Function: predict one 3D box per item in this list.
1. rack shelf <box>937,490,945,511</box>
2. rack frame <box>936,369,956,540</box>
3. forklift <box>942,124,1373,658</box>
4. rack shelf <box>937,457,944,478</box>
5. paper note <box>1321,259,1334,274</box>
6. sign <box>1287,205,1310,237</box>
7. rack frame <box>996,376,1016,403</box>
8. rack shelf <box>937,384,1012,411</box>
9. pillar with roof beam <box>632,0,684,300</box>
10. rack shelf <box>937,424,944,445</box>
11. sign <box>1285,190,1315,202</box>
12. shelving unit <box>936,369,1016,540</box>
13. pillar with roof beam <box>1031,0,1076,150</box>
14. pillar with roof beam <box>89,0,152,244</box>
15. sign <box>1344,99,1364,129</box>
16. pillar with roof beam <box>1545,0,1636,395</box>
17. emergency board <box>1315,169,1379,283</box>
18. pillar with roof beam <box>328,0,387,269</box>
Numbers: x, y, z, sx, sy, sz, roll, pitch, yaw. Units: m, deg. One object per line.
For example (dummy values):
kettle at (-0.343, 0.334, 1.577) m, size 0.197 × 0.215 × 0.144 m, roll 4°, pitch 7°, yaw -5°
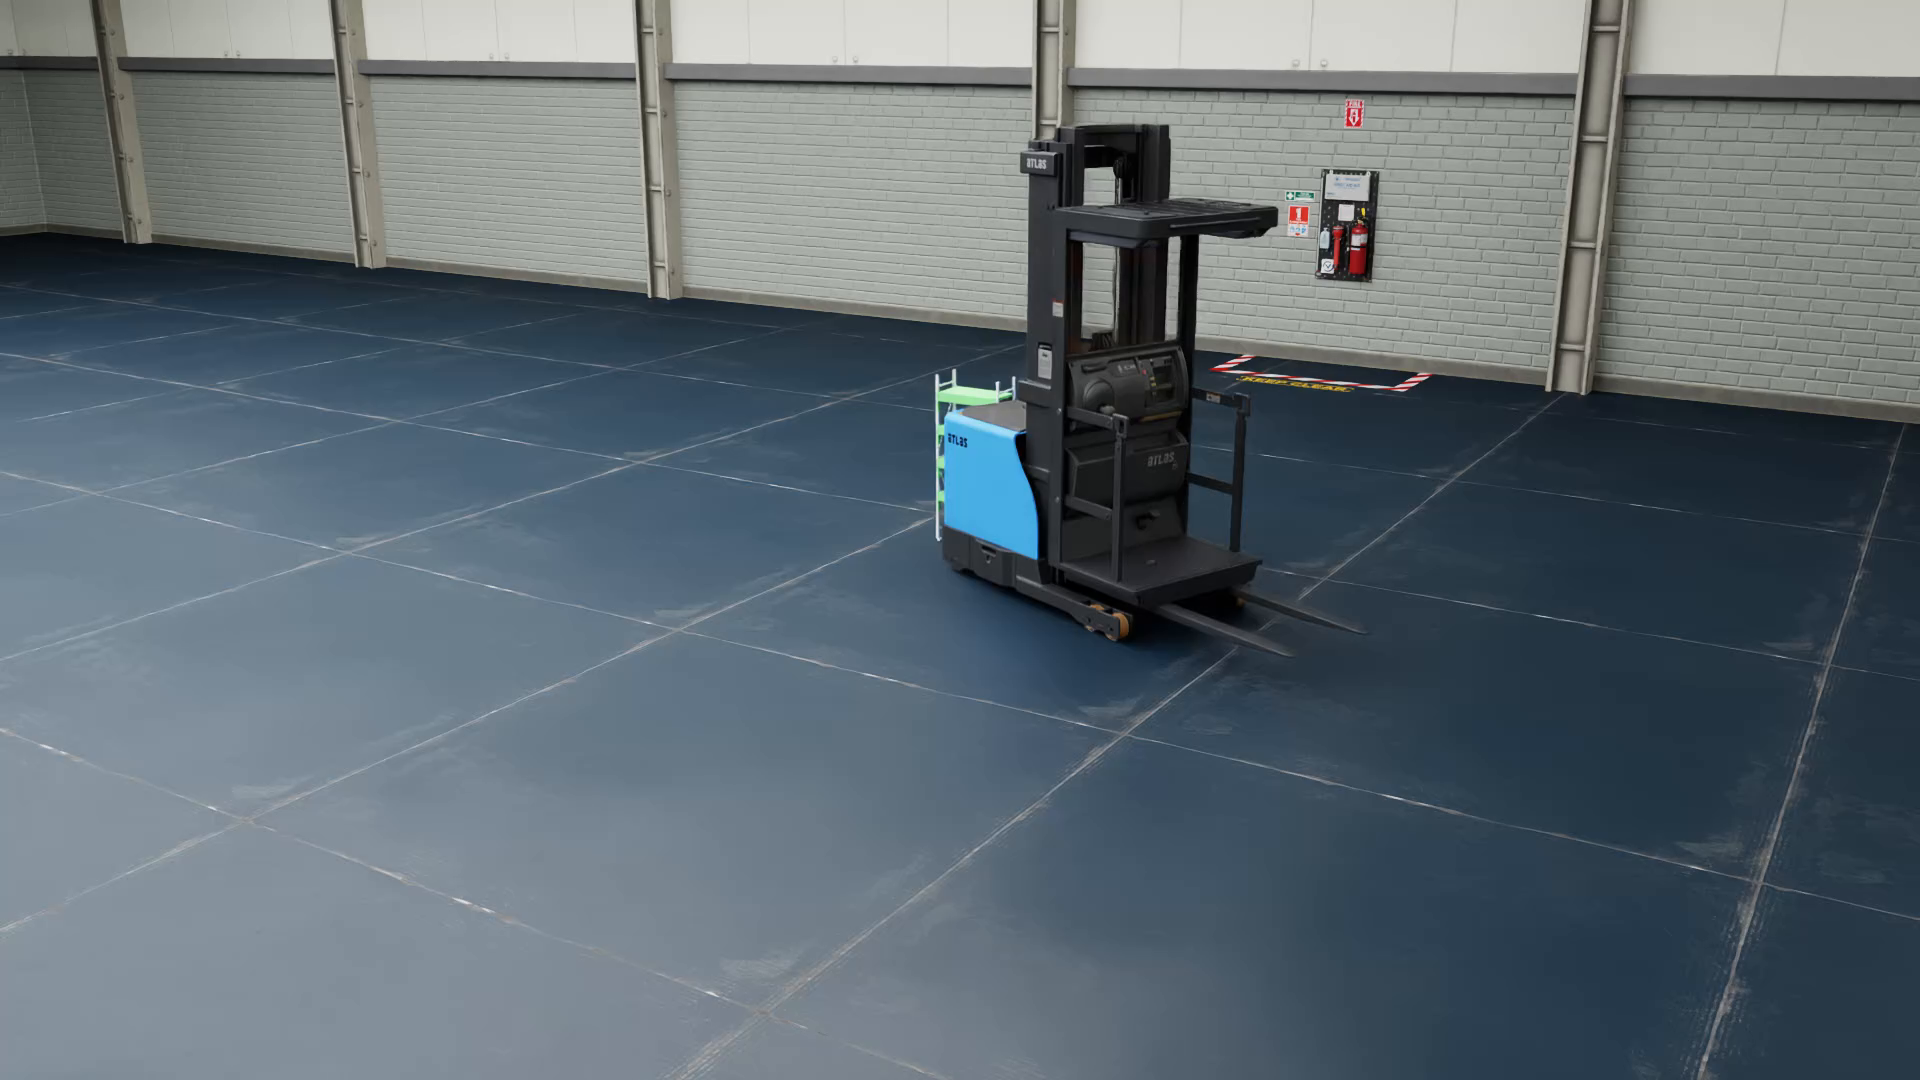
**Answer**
rack shelf at (0.108, -0.273, 11.760) m, size 0.480 × 0.148 × 0.258 m, roll 10°, pitch 20°, yaw 31°
rack frame at (-0.099, -0.601, 11.796) m, size 0.015 × 1.200 × 0.240 m, roll 10°, pitch 20°, yaw 31°
forklift at (1.163, -0.964, 10.011) m, size 1.130 × 2.935 × 3.031 m, roll -12°, pitch 21°, yaw -35°
rack shelf at (0.108, -0.502, 11.690) m, size 0.480 × 0.148 × 0.258 m, roll 10°, pitch 20°, yaw 31°
paper note at (3.981, -2.963, 17.989) m, size 0.142 × 0.148 × 0.016 m, roll 10°, pitch 20°, yaw 30°
sign at (3.678, -3.467, 18.072) m, size 0.234 × 0.329 × 0.001 m, roll 10°, pitch 20°, yaw 30°
rack frame at (0.314, -0.526, 11.547) m, size 0.015 × 1.200 × 0.240 m, roll 10°, pitch 20°, yaw 31°
rack shelf at (0.108, -0.962, 11.551) m, size 0.480 × 0.148 × 0.258 m, roll 10°, pitch 20°, yaw 31°
pillar with roof beam at (-6.297, -6.584, 18.074) m, size 0.400 × 9.000 × 9.100 m, roll 10°, pitch 20°, yaw 30°
rack shelf at (0.108, -0.732, 11.620) m, size 0.480 × 0.148 × 0.258 m, roll 10°, pitch 20°, yaw 31°
sign at (3.677, -3.717, 17.985) m, size 0.331 × 0.109 × 0.001 m, roll 10°, pitch 20°, yaw 30°
shelving unit at (0.108, -0.563, 11.672) m, size 0.503 × 1.200 × 0.258 m, roll 10°, pitch 20°, yaw 31°
pillar with roof beam at (-1.185, -5.672, 15.070) m, size 0.400 × 9.000 × 9.100 m, roll 10°, pitch 20°, yaw 30°
pillar with roof beam at (-16.523, -8.410, 24.083) m, size 0.400 × 9.000 × 9.100 m, roll 10°, pitch 20°, yaw 30°
sign at (4.141, -4.475, 17.464) m, size 0.199 × 0.298 × 0.001 m, roll 10°, pitch 20°, yaw 30°
pillar with roof beam at (3.928, -4.759, 12.065) m, size 0.400 × 9.000 × 9.100 m, roll 10°, pitch 20°, yaw 30°
emergency board at (4.095, -3.340, 17.716) m, size 0.643 × 1.169 × 0.194 m, roll 10°, pitch 20°, yaw 30°
pillar with roof beam at (-11.410, -7.497, 21.079) m, size 0.400 × 9.000 × 9.100 m, roll 10°, pitch 20°, yaw 30°
